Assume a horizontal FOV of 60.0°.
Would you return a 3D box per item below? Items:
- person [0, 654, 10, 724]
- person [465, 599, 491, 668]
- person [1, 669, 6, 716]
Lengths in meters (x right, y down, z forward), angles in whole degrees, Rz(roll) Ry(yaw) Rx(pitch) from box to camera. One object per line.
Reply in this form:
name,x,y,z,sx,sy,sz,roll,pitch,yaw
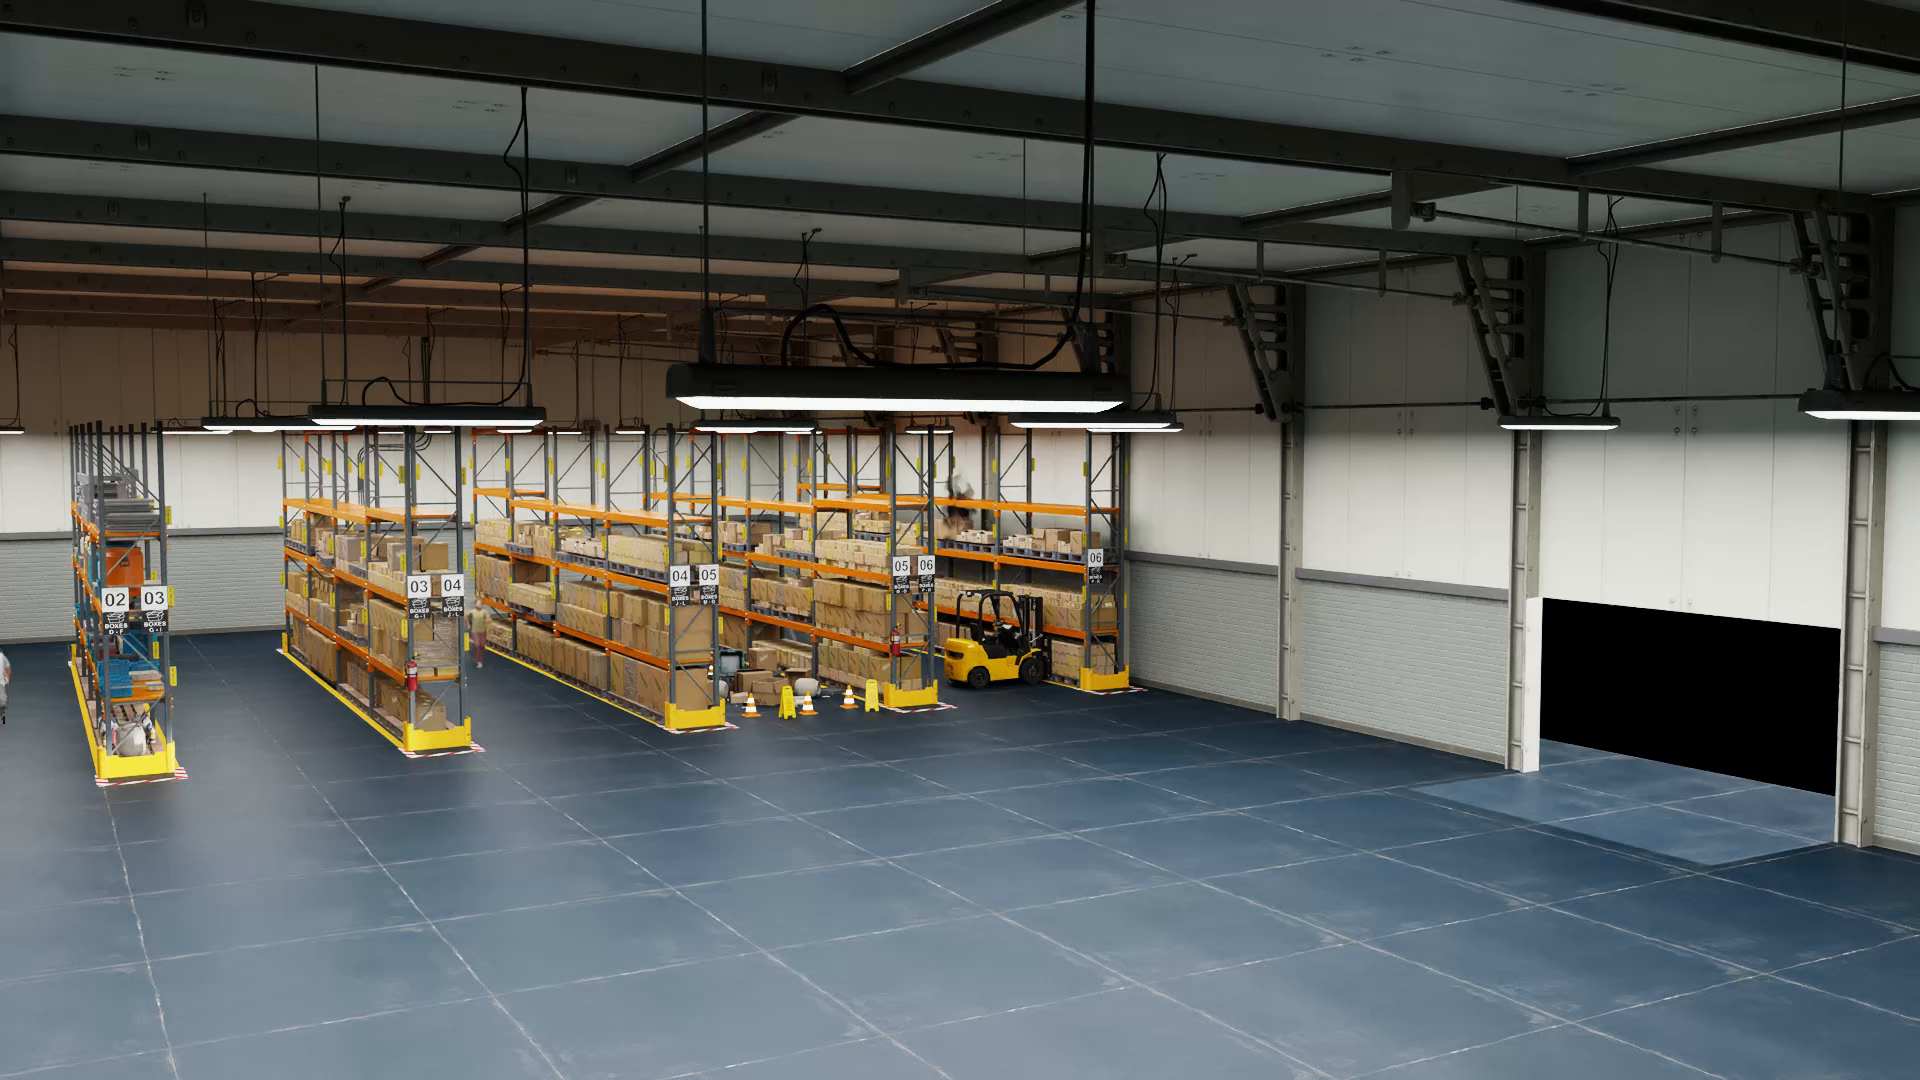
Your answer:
person,-18.929,2.844,32.533,0.679,1.733,0.621,-3,5,-40
person,-11.993,2.299,41.477,0.571,1.664,0.961,-2,4,-28
person,-19.416,2.883,33.443,0.537,1.584,0.732,-3,5,-42
